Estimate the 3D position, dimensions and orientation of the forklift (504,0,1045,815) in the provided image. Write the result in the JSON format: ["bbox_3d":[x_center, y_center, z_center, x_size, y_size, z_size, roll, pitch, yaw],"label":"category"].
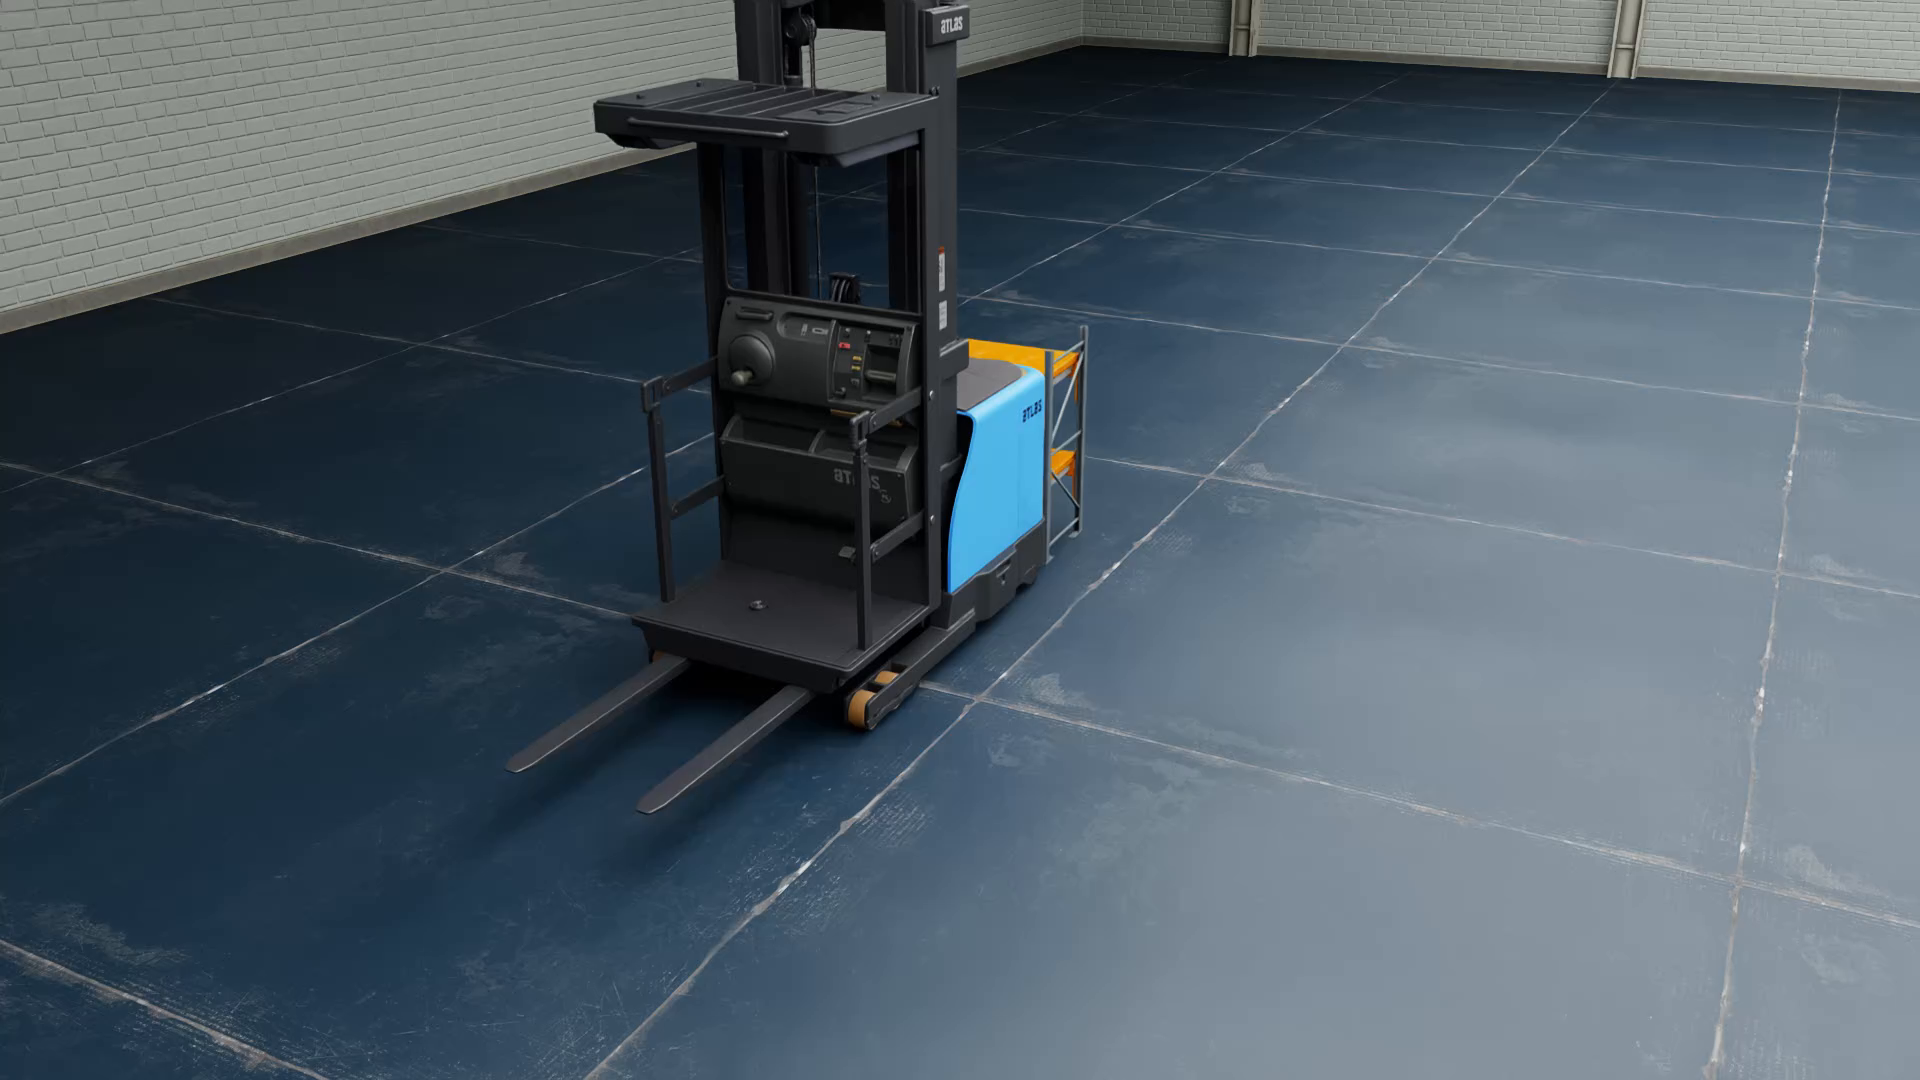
[{"bbox_3d":[-0.704,-0.759,6.789,1.130,2.935,3.031,11,26,25],"label":"forklift"}]

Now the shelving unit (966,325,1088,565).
[{"bbox_3d":[0.070,-0.566,8.644,1.048,1.125,0.538,11,25,23],"label":"shelving unit"}]

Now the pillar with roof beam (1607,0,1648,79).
[{"bbox_3d":[8.147,-9.700,20.060,0.400,9.000,9.100,11,25,25],"label":"pillar with roof beam"}]

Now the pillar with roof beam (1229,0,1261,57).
[{"bbox_3d":[2.792,-10.759,22.551,0.400,9.000,9.100,11,25,25],"label":"pillar with roof beam"}]

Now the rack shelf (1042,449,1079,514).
[{"bbox_3d":[0.070,-0.341,8.740,1.000,0.278,0.538,11,25,23],"label":"rack shelf"}]

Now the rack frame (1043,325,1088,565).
[{"bbox_3d":[0.530,-0.481,8.444,0.032,1.125,0.500,11,25,23],"label":"rack frame"}]

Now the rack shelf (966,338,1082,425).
[{"bbox_3d":[0.070,-0.836,8.530,1.000,0.278,0.538,11,25,23],"label":"rack shelf"}]
